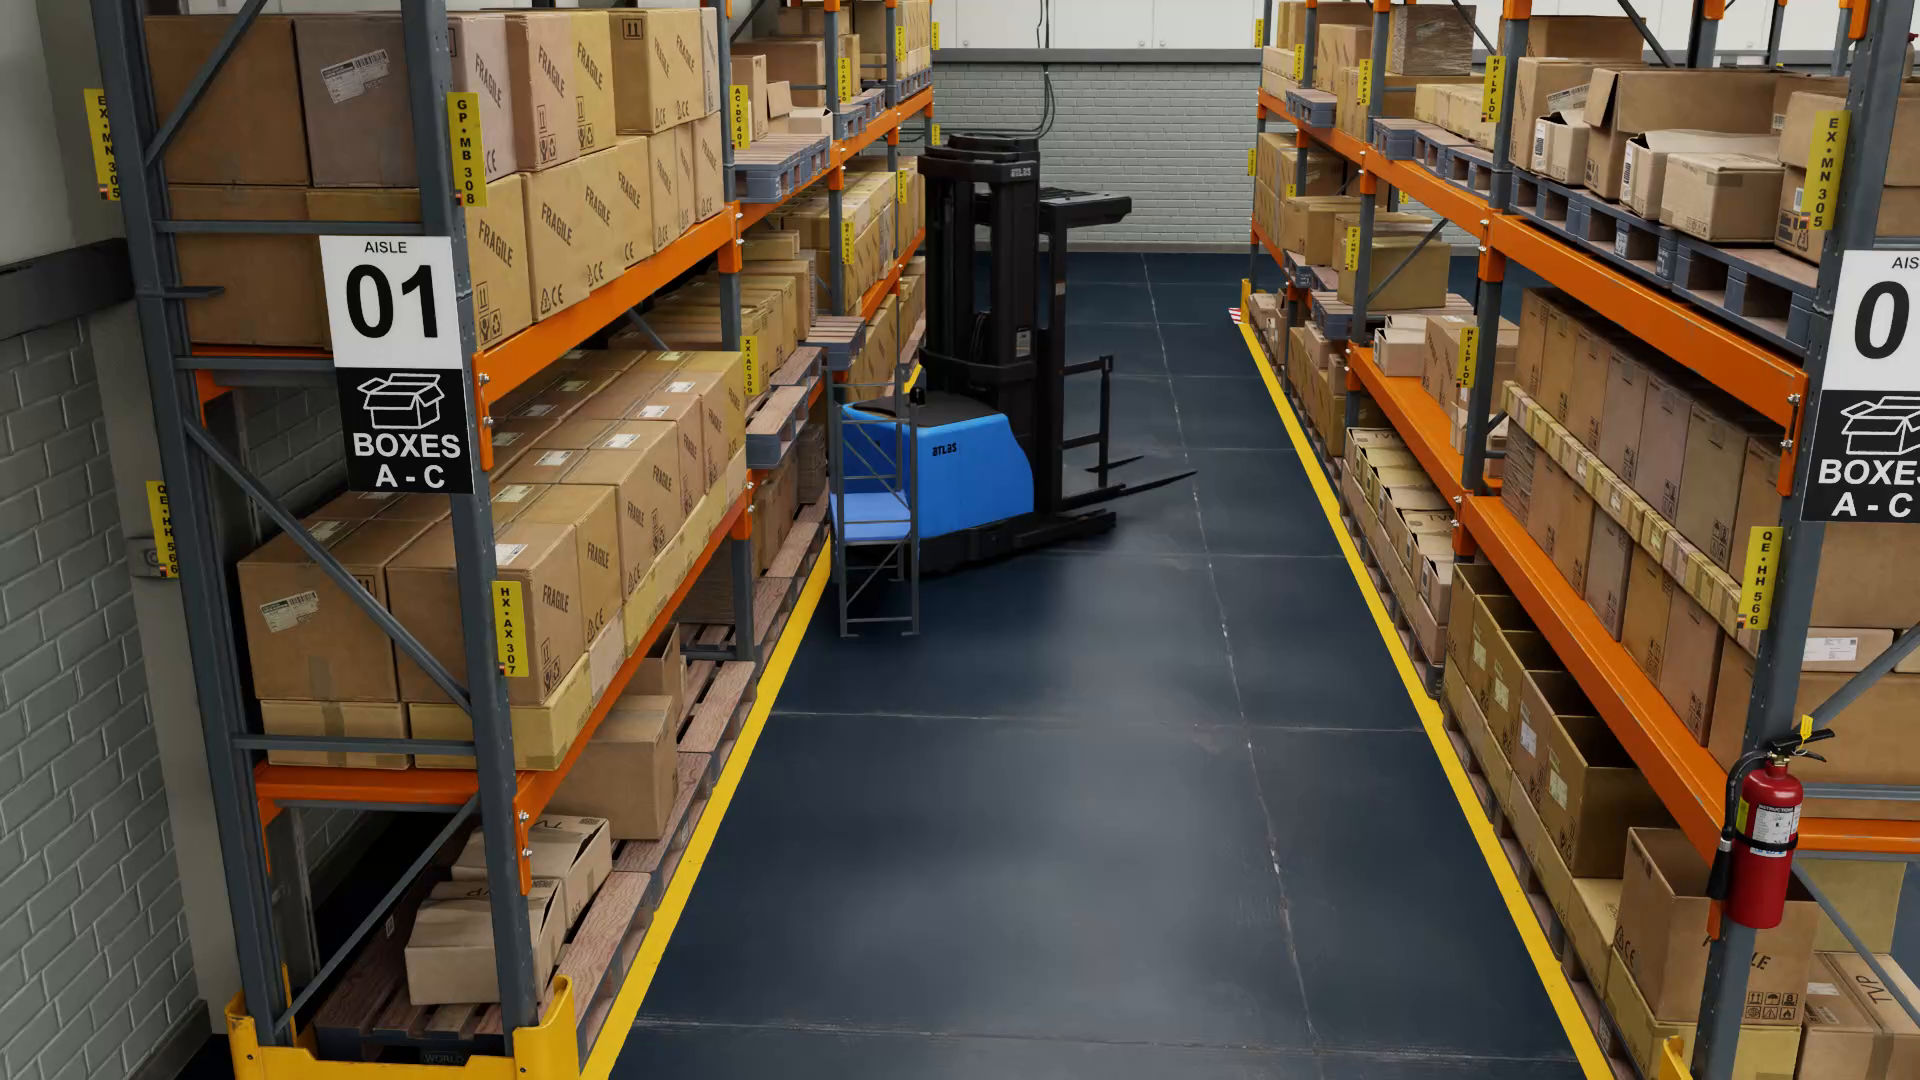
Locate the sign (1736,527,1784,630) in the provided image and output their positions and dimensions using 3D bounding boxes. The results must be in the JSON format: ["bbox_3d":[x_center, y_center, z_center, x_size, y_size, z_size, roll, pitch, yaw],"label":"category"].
[{"bbox_3d":[2.413,0.116,5.011,0.100,0.325,0.005,1,18,4],"label":"sign"}]

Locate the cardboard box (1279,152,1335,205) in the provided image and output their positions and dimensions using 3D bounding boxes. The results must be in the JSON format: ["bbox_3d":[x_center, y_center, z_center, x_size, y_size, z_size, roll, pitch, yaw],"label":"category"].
[{"bbox_3d":[3.625,-3.776,17.363,0.500,0.500,0.500,1,18,3],"label":"cardboard box"}]

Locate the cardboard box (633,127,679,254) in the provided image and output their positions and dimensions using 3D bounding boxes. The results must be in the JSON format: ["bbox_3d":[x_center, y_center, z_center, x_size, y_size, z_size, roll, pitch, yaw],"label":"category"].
[{"bbox_3d":[-1.542,-1.546,7.315,0.500,0.500,0.500,1,18,2],"label":"cardboard box"}]

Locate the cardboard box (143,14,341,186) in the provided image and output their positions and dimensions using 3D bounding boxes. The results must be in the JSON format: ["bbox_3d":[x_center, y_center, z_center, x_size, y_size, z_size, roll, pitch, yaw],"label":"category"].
[{"bbox_3d":[-2.218,-1.411,5.297,0.500,0.500,0.500,2,18,6],"label":"cardboard box"}]

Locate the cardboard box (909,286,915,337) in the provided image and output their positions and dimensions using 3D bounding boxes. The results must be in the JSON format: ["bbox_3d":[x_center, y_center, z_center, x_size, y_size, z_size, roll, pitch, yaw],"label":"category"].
[{"bbox_3d":[-0.894,-2.598,18.874,0.700,0.500,0.500,2,18,5],"label":"cardboard box"}]

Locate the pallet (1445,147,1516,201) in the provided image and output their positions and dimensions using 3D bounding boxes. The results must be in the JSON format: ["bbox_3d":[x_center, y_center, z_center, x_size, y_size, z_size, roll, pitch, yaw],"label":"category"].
[{"bbox_3d":[3.290,-2.055,9.369,0.805,0.209,1.217,1,18,2],"label":"pallet"}]

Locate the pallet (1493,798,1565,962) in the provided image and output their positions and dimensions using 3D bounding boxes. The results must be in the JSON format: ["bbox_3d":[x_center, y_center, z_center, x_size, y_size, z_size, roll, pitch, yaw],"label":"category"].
[{"bbox_3d":[3.056,1.504,7.493,1.003,0.211,1.213,1,18,4],"label":"pallet"}]

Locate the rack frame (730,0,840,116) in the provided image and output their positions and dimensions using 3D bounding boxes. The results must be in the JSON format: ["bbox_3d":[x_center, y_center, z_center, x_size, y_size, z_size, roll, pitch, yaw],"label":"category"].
[{"bbox_3d":[-1.415,-4.649,12.160,1.000,3.000,0.127,1,18,4],"label":"rack frame"}]

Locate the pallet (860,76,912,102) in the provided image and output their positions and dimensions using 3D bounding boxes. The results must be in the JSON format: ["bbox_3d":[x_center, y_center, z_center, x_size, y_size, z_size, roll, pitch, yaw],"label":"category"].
[{"bbox_3d":[-1.059,-4.678,17.207,1.003,0.211,1.213,1,18,4],"label":"pallet"}]

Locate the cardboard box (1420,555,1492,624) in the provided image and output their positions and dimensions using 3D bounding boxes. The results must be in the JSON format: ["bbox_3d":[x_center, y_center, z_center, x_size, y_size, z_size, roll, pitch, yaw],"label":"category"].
[{"bbox_3d":[2.983,0.262,9.648,0.500,0.311,0.500,1,18,4],"label":"cardboard box"}]

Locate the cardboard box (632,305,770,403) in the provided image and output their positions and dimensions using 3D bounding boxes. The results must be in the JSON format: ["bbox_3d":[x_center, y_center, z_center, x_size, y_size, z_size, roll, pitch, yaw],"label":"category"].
[{"bbox_3d":[-1.584,-1.143,10.228,0.700,0.500,0.500,3,18,10],"label":"cardboard box"}]

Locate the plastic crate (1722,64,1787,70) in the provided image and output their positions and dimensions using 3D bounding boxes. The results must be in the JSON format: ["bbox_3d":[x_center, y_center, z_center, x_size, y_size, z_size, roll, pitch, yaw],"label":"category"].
[{"bbox_3d":[8.657,-4.989,18.115,0.504,0.338,0.767,1,18,4],"label":"plastic crate"}]

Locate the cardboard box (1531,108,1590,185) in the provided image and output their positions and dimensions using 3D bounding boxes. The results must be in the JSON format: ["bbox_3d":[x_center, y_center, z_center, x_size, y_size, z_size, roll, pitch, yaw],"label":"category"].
[{"bbox_3d":[2.902,-1.778,7.457,0.500,0.311,0.500,0,18,1],"label":"cardboard box"}]

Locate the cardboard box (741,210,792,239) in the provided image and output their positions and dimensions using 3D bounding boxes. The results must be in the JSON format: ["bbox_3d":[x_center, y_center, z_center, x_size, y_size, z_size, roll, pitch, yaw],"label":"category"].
[{"bbox_3d":[-1.641,-2.500,13.360,0.500,0.250,0.500,2,18,5],"label":"cardboard box"}]

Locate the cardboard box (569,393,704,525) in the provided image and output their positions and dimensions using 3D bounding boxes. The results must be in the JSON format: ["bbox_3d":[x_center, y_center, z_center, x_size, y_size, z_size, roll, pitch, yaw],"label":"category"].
[{"bbox_3d":[-1.504,-0.386,7.787,0.500,0.500,0.500,1,18,2],"label":"cardboard box"}]

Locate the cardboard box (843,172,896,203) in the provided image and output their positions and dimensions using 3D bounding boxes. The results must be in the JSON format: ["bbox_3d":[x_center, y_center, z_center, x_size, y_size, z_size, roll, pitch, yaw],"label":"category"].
[{"bbox_3d":[-0.906,-3.445,16.244,0.500,0.250,0.500,2,18,5],"label":"cardboard box"}]

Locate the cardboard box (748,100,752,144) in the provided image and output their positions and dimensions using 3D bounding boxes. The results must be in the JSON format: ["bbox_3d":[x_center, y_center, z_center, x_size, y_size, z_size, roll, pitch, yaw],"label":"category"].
[{"bbox_3d":[-1.538,-2.498,9.881,0.500,0.311,0.500,2,18,6],"label":"cardboard box"}]

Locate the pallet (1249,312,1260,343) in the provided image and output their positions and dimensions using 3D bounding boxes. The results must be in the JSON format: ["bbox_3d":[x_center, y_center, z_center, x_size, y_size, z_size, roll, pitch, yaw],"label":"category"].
[{"bbox_3d":[4.038,-2.577,19.950,1.003,0.211,1.213,1,18,4],"label":"pallet"}]

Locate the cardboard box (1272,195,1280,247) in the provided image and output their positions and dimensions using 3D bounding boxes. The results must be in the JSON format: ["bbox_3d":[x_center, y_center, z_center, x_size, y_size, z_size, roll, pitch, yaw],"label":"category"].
[{"bbox_3d":[3.663,-3.460,18.003,0.500,0.500,0.500,2,18,5],"label":"cardboard box"}]

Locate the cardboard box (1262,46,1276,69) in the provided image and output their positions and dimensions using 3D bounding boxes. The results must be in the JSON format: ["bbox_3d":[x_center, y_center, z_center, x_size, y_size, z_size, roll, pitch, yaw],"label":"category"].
[{"bbox_3d":[3.803,-5.612,19.352,0.500,0.250,0.500,1,18,4],"label":"cardboard box"}]

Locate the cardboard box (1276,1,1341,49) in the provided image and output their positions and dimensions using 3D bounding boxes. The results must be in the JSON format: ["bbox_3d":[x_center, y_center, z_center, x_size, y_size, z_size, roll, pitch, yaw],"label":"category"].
[{"bbox_3d":[3.959,-5.808,18.749,0.700,0.500,0.500,1,18,4],"label":"cardboard box"}]

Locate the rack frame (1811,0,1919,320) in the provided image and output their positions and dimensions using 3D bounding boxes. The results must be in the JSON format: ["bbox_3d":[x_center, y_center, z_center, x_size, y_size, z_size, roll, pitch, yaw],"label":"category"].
[{"bbox_3d":[2.953,-2.055,4.243,1.000,3.000,0.127,1,18,4],"label":"rack frame"}]

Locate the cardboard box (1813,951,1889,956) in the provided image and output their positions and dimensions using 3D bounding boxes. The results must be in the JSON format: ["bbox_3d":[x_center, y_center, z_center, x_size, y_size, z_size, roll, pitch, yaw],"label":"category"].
[{"bbox_3d":[3.245,1.586,6.508,0.500,0.250,0.500,1,18,4],"label":"cardboard box"}]

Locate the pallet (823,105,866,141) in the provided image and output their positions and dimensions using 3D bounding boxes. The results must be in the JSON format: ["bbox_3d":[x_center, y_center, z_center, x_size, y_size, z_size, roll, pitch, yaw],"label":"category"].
[{"bbox_3d":[-1.422,-3.335,13.271,1.213,0.211,1.003,2,18,6],"label":"pallet"}]

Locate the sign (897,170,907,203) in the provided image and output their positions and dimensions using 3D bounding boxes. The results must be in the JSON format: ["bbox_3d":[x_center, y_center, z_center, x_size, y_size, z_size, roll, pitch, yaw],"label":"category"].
[{"bbox_3d":[-0.586,-3.544,16.690,0.100,0.325,0.005,1,18,4],"label":"sign"}]

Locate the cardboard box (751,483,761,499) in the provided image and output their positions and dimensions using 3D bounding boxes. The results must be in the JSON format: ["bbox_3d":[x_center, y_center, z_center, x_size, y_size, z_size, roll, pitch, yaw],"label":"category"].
[{"bbox_3d":[-1.604,-0.461,11.117,0.500,0.250,0.500,1,18,2],"label":"cardboard box"}]

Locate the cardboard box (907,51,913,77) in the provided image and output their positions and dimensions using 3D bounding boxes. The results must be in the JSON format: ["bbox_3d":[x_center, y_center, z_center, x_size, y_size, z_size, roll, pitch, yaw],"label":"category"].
[{"bbox_3d":[-0.765,-5.009,17.480,0.500,0.250,0.500,1,18,3],"label":"cardboard box"}]

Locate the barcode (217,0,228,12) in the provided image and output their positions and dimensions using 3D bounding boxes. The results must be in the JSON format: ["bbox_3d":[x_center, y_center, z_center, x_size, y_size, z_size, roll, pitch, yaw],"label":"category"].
[{"bbox_3d":[-2.436,-1.779,5.487,0.001,0.075,0.075,1,18,4],"label":"barcode"}]

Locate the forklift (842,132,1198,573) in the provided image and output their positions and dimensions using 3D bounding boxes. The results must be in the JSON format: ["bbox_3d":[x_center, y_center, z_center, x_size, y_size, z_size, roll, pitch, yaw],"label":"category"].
[{"bbox_3d":[0.553,-1.518,12.349,3.031,2.935,1.130,-15,23,-38],"label":"forklift"}]

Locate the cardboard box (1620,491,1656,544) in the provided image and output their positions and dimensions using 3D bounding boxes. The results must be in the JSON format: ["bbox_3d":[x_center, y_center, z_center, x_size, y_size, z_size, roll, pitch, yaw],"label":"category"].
[{"bbox_3d":[2.882,-0.085,6.664,0.380,0.149,0.250,2,18,5],"label":"cardboard box"}]

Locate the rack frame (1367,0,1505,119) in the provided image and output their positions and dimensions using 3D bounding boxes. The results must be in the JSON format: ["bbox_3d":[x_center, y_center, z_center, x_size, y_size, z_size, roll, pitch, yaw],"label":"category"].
[{"bbox_3d":[3.526,-4.540,11.826,1.000,3.000,0.127,1,18,4],"label":"rack frame"}]

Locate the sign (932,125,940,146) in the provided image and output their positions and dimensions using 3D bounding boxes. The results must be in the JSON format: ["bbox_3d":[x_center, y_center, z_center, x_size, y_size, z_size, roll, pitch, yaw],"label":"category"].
[{"bbox_3d":[-0.301,-4.929,20.410,0.100,0.325,0.005,1,18,4],"label":"sign"}]

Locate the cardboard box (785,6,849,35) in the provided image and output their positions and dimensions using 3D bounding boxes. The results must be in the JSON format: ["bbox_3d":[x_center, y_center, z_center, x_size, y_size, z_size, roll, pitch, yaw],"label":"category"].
[{"bbox_3d":[-1.322,-4.809,15.393,0.500,0.250,0.500,3,18,8],"label":"cardboard box"}]

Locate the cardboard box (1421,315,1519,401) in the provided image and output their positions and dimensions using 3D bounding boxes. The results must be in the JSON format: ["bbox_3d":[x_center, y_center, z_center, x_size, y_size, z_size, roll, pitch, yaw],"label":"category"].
[{"bbox_3d":[3.422,-1.215,11.153,0.500,0.500,0.500,0,18,1],"label":"cardboard box"}]

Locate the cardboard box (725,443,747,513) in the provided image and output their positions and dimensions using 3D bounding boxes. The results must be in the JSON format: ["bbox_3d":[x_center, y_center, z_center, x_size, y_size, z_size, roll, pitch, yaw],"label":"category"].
[{"bbox_3d":[-1.433,-0.340,8.854,0.500,0.250,0.500,1,18,4],"label":"cardboard box"}]

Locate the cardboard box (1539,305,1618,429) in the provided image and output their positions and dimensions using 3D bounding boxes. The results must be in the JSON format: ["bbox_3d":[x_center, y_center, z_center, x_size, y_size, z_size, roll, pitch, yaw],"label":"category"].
[{"bbox_3d":[3.179,-0.816,7.851,0.700,0.500,0.500,1,18,4],"label":"cardboard box"}]

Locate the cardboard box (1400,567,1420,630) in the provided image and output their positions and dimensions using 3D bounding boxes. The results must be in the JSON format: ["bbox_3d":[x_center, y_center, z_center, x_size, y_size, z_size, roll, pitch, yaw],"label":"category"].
[{"bbox_3d":[3.018,0.368,10.224,0.500,0.250,0.500,1,18,3],"label":"cardboard box"}]

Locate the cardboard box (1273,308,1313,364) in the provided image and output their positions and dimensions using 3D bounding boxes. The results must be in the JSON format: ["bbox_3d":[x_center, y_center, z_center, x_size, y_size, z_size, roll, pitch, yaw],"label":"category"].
[{"bbox_3d":[3.571,-2.136,17.432,0.500,0.500,0.500,1,18,4],"label":"cardboard box"}]

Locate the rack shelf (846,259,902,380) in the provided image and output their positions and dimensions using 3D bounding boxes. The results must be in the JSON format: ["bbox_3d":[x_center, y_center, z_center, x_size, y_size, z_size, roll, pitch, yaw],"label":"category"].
[{"bbox_3d":[-1.271,-2.078,15.102,1.077,0.370,4.000,1,18,4],"label":"rack shelf"}]

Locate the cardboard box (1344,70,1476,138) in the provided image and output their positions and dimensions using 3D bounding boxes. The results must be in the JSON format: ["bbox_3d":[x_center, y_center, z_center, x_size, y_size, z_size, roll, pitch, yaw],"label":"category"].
[{"bbox_3d":[3.561,-3.457,13.177,0.910,0.500,0.500,1,18,4],"label":"cardboard box"}]

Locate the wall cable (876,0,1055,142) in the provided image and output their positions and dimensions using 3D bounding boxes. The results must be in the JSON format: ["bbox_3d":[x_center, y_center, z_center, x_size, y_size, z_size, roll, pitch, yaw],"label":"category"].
[{"bbox_3d":[-0.079,-7.407,25.563,3.097,2.526,0.112,1,18,4],"label":"wall cable"}]

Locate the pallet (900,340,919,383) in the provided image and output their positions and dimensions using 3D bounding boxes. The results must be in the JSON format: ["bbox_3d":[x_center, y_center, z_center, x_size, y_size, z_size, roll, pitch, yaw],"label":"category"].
[{"bbox_3d":[-0.996,-1.950,18.035,1.003,0.211,1.213,1,18,4],"label":"pallet"}]

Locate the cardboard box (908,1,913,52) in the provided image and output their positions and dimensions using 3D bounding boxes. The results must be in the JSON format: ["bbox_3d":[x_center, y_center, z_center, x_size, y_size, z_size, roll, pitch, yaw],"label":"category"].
[{"bbox_3d":[-0.767,-5.373,17.388,0.500,0.500,0.500,1,18,3],"label":"cardboard box"}]

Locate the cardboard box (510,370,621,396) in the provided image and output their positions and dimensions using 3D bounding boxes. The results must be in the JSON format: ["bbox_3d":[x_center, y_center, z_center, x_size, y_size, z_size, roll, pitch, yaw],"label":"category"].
[{"bbox_3d":[-1.984,-0.549,8.285,0.500,0.500,0.500,1,18,4],"label":"cardboard box"}]

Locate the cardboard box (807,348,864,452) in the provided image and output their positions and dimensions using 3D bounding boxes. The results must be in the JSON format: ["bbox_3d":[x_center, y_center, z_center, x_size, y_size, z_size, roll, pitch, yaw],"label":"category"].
[{"bbox_3d":[-1.231,-1.202,14.052,0.750,0.750,0.750,1,18,3],"label":"cardboard box"}]

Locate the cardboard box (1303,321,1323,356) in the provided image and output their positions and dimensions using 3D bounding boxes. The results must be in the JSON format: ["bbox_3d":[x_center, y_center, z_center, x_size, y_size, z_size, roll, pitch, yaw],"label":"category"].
[{"bbox_3d":[3.464,-1.854,15.366,0.500,0.250,0.500,1,18,4],"label":"cardboard box"}]

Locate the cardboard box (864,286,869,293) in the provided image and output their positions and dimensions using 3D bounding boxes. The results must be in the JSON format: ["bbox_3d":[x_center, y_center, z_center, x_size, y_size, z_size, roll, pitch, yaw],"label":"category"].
[{"bbox_3d":[-1.035,-2.344,15.130,0.380,0.149,0.250,2,18,6],"label":"cardboard box"}]

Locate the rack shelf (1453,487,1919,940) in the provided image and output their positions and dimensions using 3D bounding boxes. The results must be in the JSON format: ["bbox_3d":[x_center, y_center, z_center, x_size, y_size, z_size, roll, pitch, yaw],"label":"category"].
[{"bbox_3d":[3.096,0.516,7.185,1.077,0.370,4.000,1,18,4],"label":"rack shelf"}]

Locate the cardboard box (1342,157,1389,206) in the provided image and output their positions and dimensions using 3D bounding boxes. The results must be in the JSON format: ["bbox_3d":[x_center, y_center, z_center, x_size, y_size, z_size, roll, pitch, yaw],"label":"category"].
[{"bbox_3d":[4.128,-3.594,16.808,0.500,0.500,0.500,2,18,5],"label":"cardboard box"}]

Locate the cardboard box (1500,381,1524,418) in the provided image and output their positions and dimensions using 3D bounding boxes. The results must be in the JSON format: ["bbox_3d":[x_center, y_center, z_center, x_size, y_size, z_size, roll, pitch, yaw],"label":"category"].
[{"bbox_3d":[3.027,-0.723,8.611,0.380,0.149,0.250,1,18,4],"label":"cardboard box"}]

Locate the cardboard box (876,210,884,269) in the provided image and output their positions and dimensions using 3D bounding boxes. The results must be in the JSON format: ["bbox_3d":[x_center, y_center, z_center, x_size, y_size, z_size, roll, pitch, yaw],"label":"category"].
[{"bbox_3d":[-0.981,-2.776,15.406,0.500,0.500,0.500,1,18,4],"label":"cardboard box"}]

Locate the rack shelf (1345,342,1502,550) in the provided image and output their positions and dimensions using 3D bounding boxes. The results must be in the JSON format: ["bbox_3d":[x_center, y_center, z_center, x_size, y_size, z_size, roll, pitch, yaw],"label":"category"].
[{"bbox_3d":[3.383,-0.726,10.977,1.077,0.370,4.000,1,18,4],"label":"rack shelf"}]

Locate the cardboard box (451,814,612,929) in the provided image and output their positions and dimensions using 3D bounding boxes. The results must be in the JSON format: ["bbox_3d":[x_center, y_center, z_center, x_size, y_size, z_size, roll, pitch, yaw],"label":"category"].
[{"bbox_3d":[-1.808,1.365,7.052,0.500,0.311,0.500,3,18,8],"label":"cardboard box"}]

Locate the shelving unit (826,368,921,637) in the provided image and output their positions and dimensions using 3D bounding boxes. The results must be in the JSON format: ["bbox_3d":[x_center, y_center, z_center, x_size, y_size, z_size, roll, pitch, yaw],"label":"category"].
[{"bbox_3d":[-0.576,-0.267,10.828,0.538,1.500,1.048,-2,18,-7],"label":"shelving unit"}]

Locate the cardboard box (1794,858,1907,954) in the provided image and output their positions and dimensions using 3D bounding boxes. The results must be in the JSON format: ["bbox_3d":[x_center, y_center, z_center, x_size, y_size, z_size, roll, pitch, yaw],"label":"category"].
[{"bbox_3d":[3.247,1.229,6.391,0.500,0.500,0.500,1,18,4],"label":"cardboard box"}]

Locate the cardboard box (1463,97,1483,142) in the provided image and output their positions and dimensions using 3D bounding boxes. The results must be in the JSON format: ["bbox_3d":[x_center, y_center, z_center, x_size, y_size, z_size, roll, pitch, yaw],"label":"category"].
[{"bbox_3d":[3.438,-2.593,10.268,0.500,0.250,0.500,0,18,-1],"label":"cardboard box"}]
